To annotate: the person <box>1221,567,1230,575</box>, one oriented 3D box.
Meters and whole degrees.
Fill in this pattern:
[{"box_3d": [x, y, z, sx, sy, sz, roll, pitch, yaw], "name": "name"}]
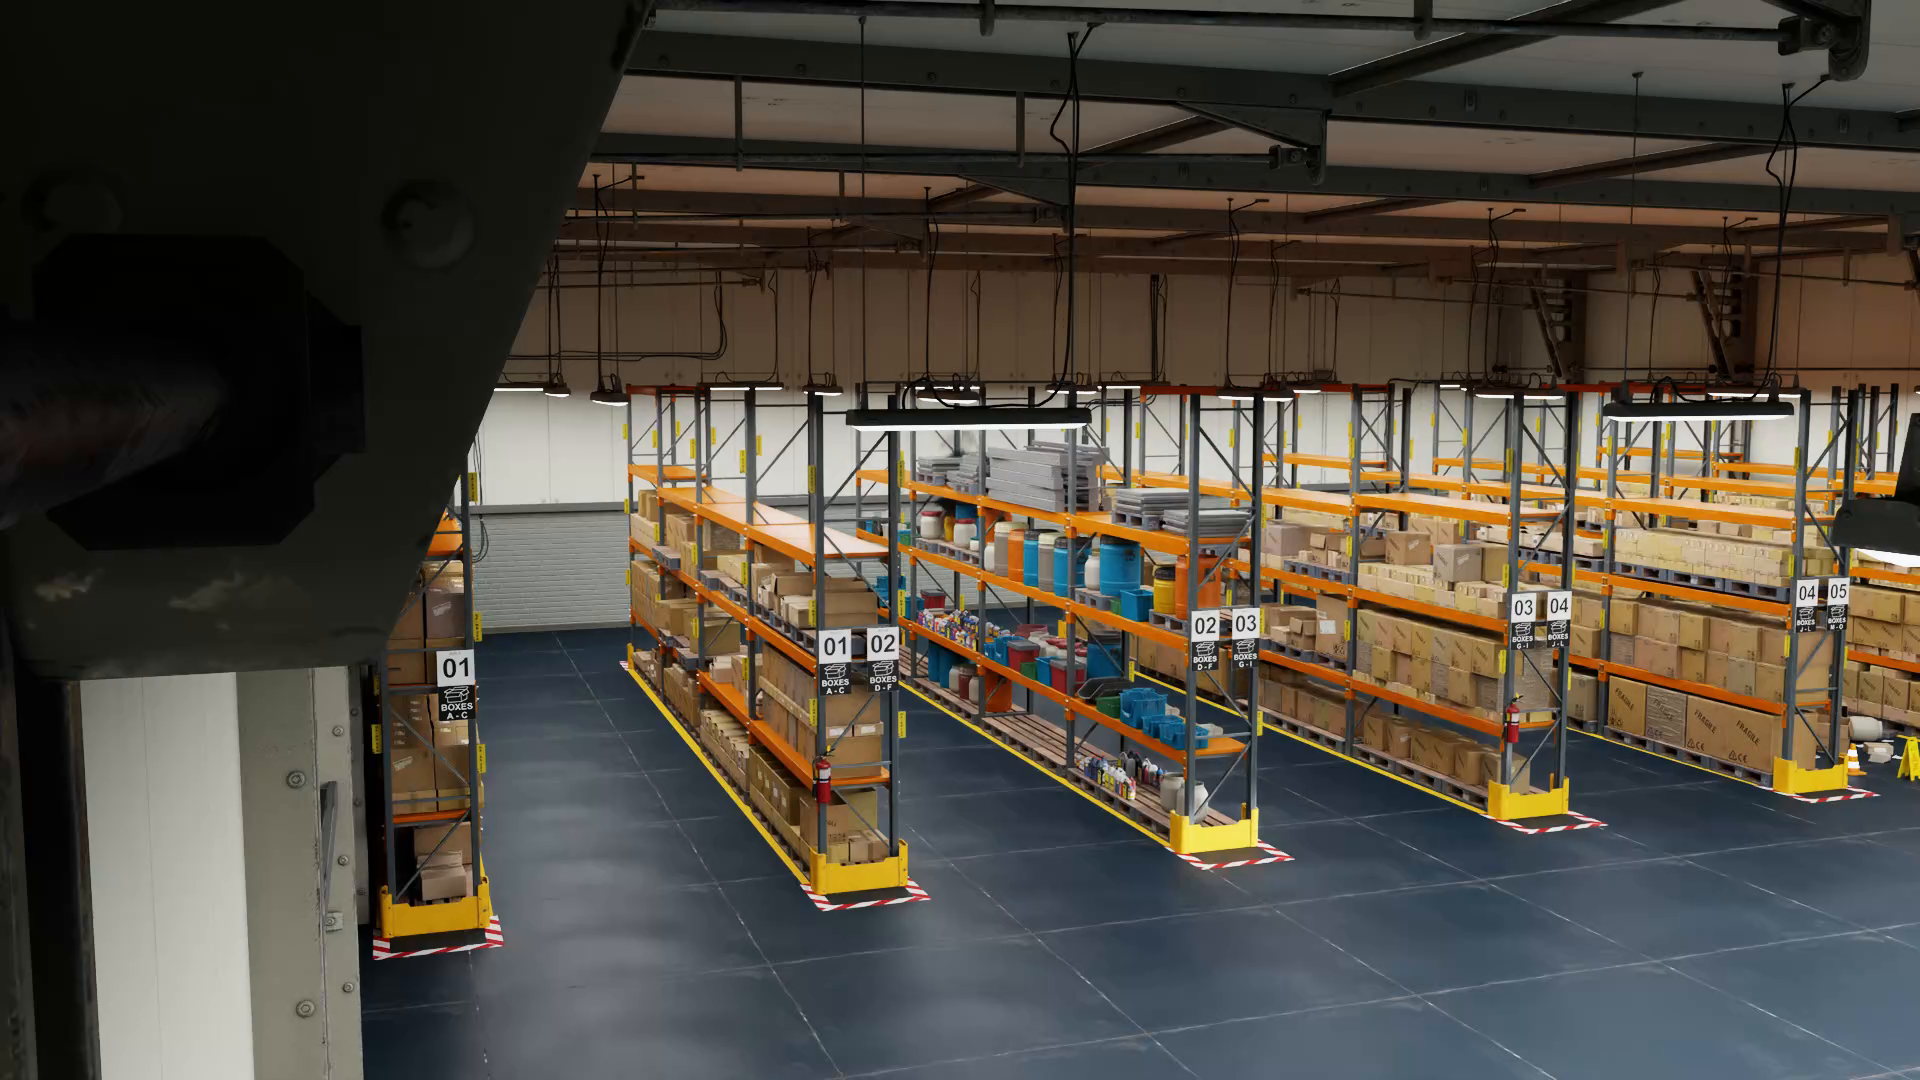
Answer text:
[{"box_3d": [6.483, 1.349, 40.546, 0.731, 1.676, 0.667, -4, 7, -33], "name": "person"}]
